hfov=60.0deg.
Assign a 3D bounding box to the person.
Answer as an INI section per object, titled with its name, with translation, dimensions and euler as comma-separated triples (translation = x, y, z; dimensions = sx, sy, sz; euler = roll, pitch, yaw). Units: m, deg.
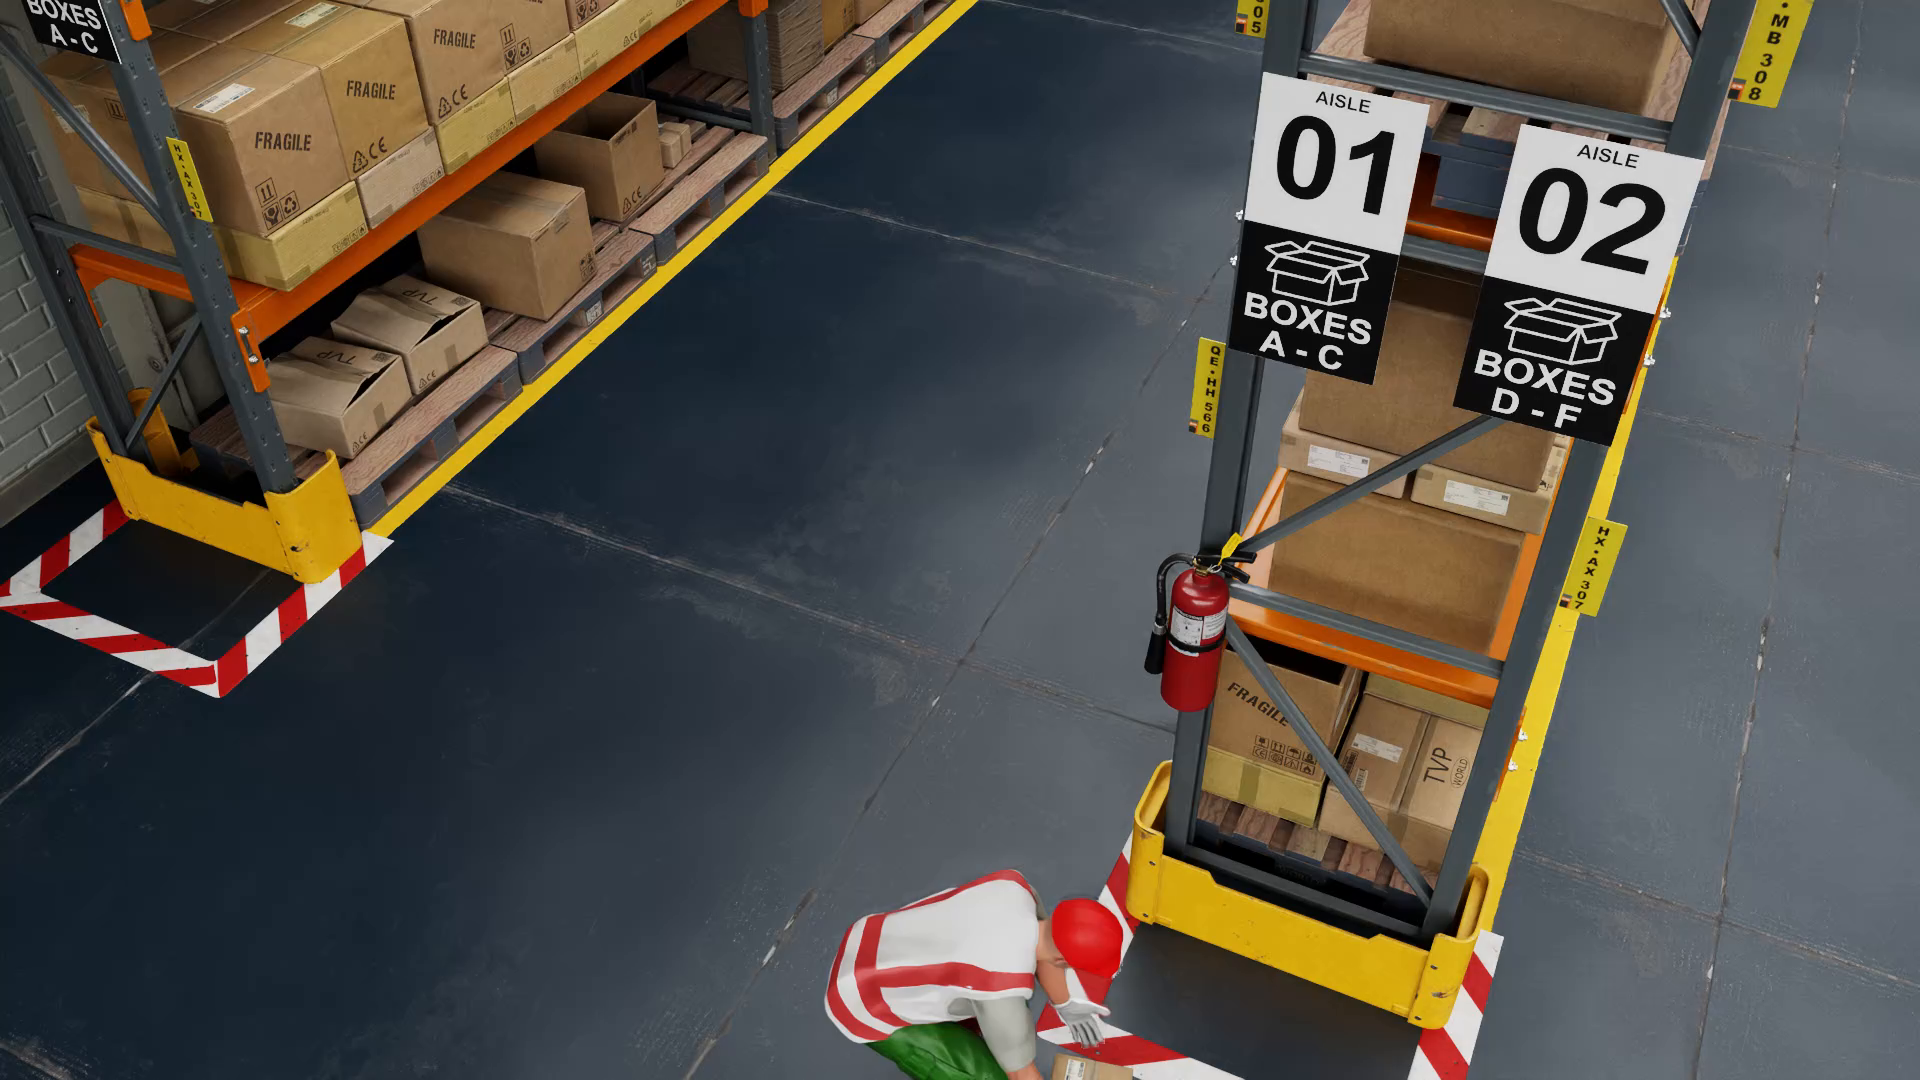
[person]
translation = 0.040, 1.413, 5.136
dimensions = 0.880, 1.015, 0.567
euler = 9, 42, 10
